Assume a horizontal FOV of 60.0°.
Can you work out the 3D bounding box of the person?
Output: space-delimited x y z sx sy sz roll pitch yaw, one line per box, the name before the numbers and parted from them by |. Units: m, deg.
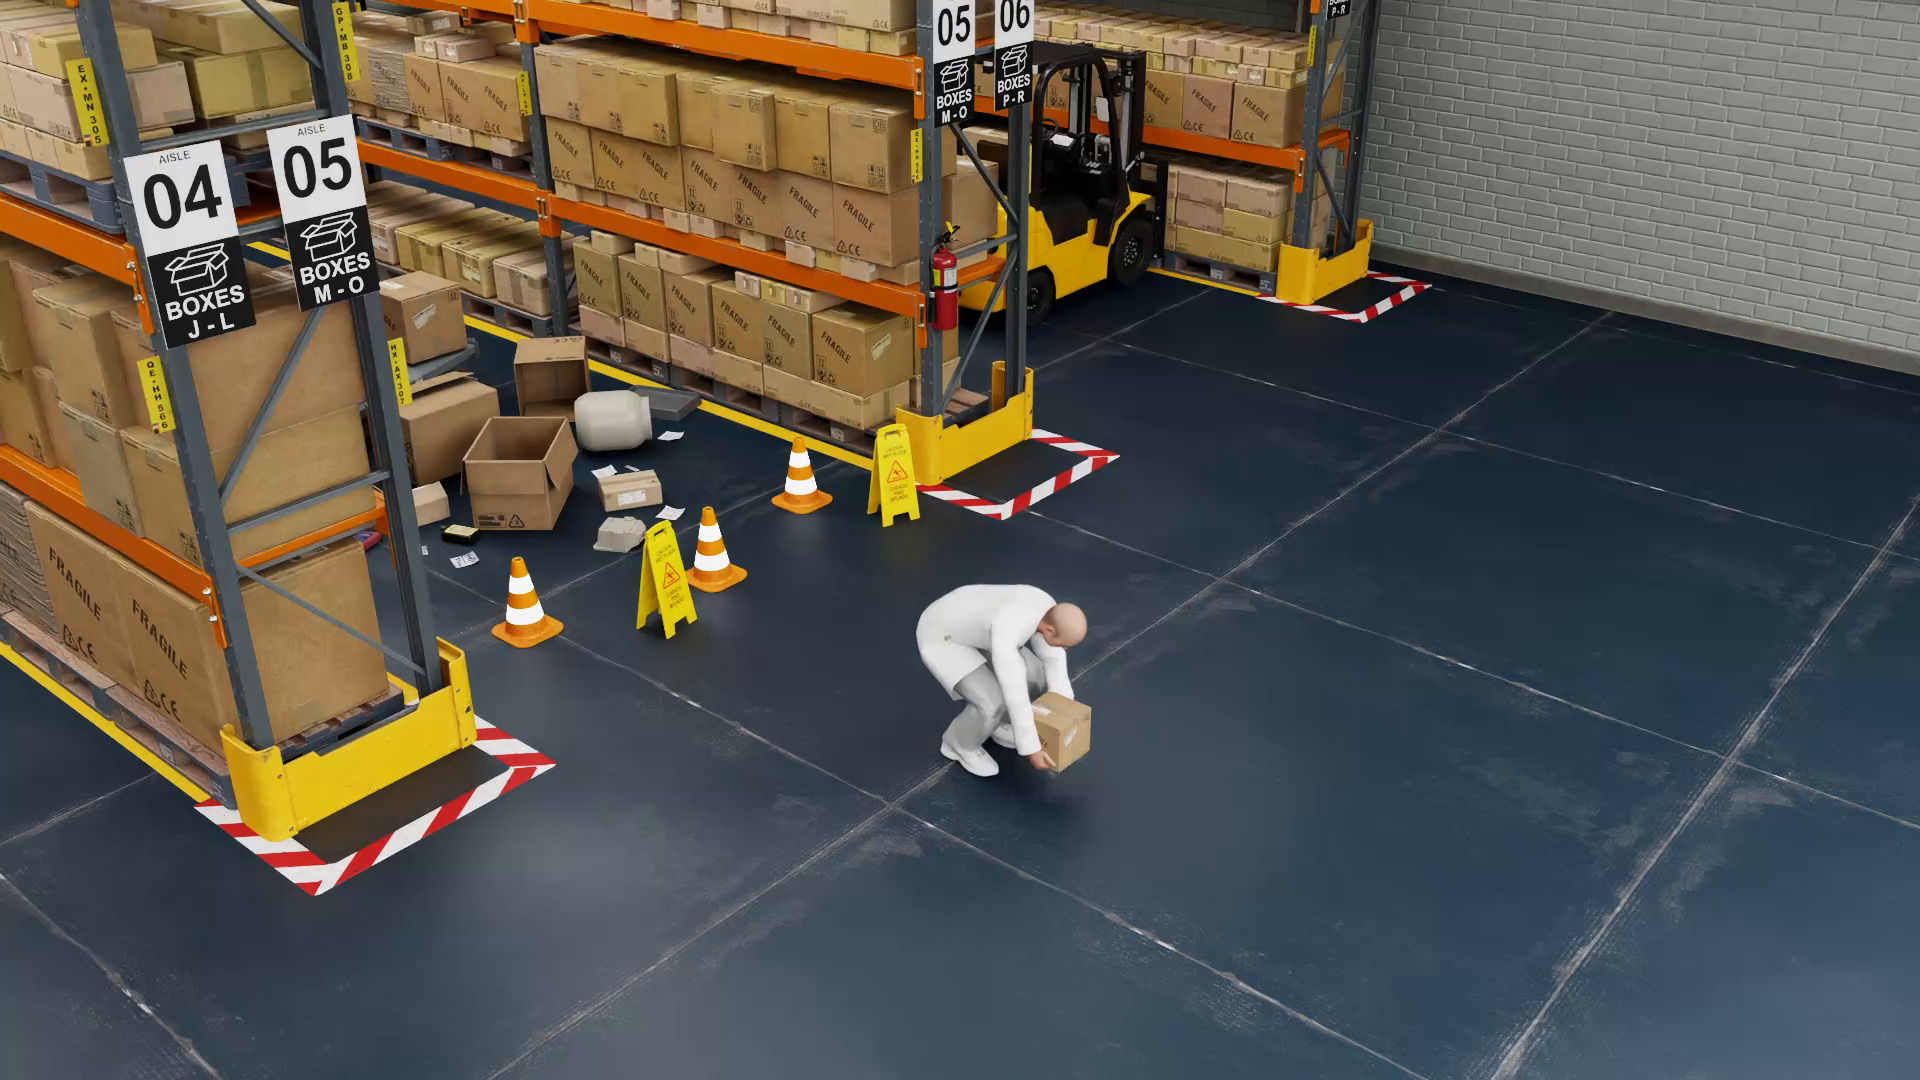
person | 0.203 0.677 8.189 0.922 0.976 0.589 19 33 33
